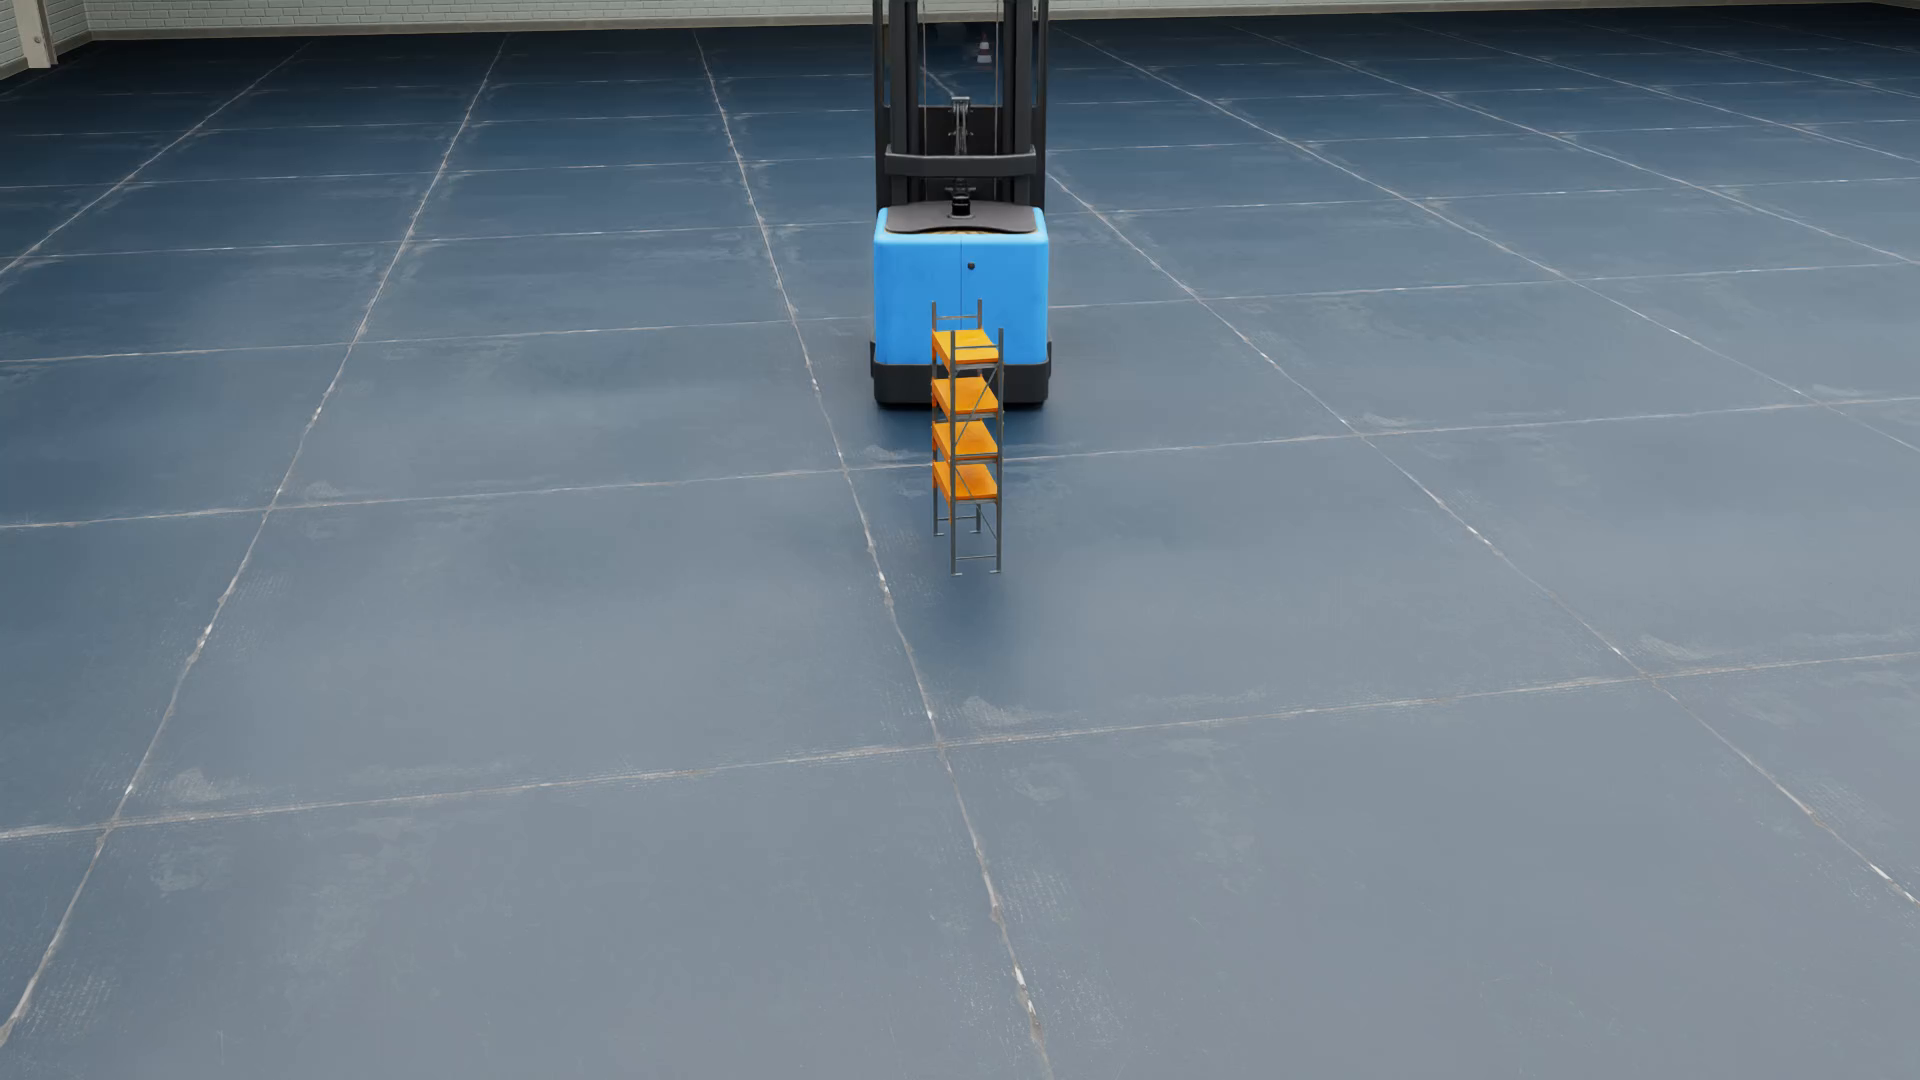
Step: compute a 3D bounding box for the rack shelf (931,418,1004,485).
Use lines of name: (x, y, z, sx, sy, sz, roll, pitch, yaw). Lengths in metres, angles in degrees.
rack shelf: (0.031, -0.423, 7.888, 0.258, 0.148, 0.480, -4, 24, -10)

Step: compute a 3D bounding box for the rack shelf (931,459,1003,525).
rack shelf: (0.031, -0.241, 7.967, 0.258, 0.148, 0.480, -4, 24, -10)

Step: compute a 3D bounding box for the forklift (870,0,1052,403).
forklift: (0.002, -2.703, 10.777, 1.130, 2.935, 3.031, 0, 24, 0)

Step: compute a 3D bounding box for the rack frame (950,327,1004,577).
rack frame: (0.076, -0.389, 7.641, 0.240, 1.200, 0.015, -4, 24, -10)

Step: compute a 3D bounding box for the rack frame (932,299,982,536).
rack frame: (-0.015, -0.581, 8.081, 0.240, 1.200, 0.015, -4, 24, -10)

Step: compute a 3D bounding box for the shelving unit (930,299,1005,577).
shelving unit: (0.031, -0.485, 7.861, 0.258, 1.200, 0.503, -4, 24, -10)

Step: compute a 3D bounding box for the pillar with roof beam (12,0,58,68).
pillar with roof beam: (-8.881, -11.216, 22.687, 9.100, 9.000, 0.400, -4, 24, -10)

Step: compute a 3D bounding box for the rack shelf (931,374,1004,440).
rack shelf: (0.031, -0.628, 7.798, 0.258, 0.148, 0.480, -4, 24, -10)

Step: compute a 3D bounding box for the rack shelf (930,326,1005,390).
rack shelf: (0.031, -0.845, 7.703, 0.258, 0.148, 0.480, -4, 24, -10)
